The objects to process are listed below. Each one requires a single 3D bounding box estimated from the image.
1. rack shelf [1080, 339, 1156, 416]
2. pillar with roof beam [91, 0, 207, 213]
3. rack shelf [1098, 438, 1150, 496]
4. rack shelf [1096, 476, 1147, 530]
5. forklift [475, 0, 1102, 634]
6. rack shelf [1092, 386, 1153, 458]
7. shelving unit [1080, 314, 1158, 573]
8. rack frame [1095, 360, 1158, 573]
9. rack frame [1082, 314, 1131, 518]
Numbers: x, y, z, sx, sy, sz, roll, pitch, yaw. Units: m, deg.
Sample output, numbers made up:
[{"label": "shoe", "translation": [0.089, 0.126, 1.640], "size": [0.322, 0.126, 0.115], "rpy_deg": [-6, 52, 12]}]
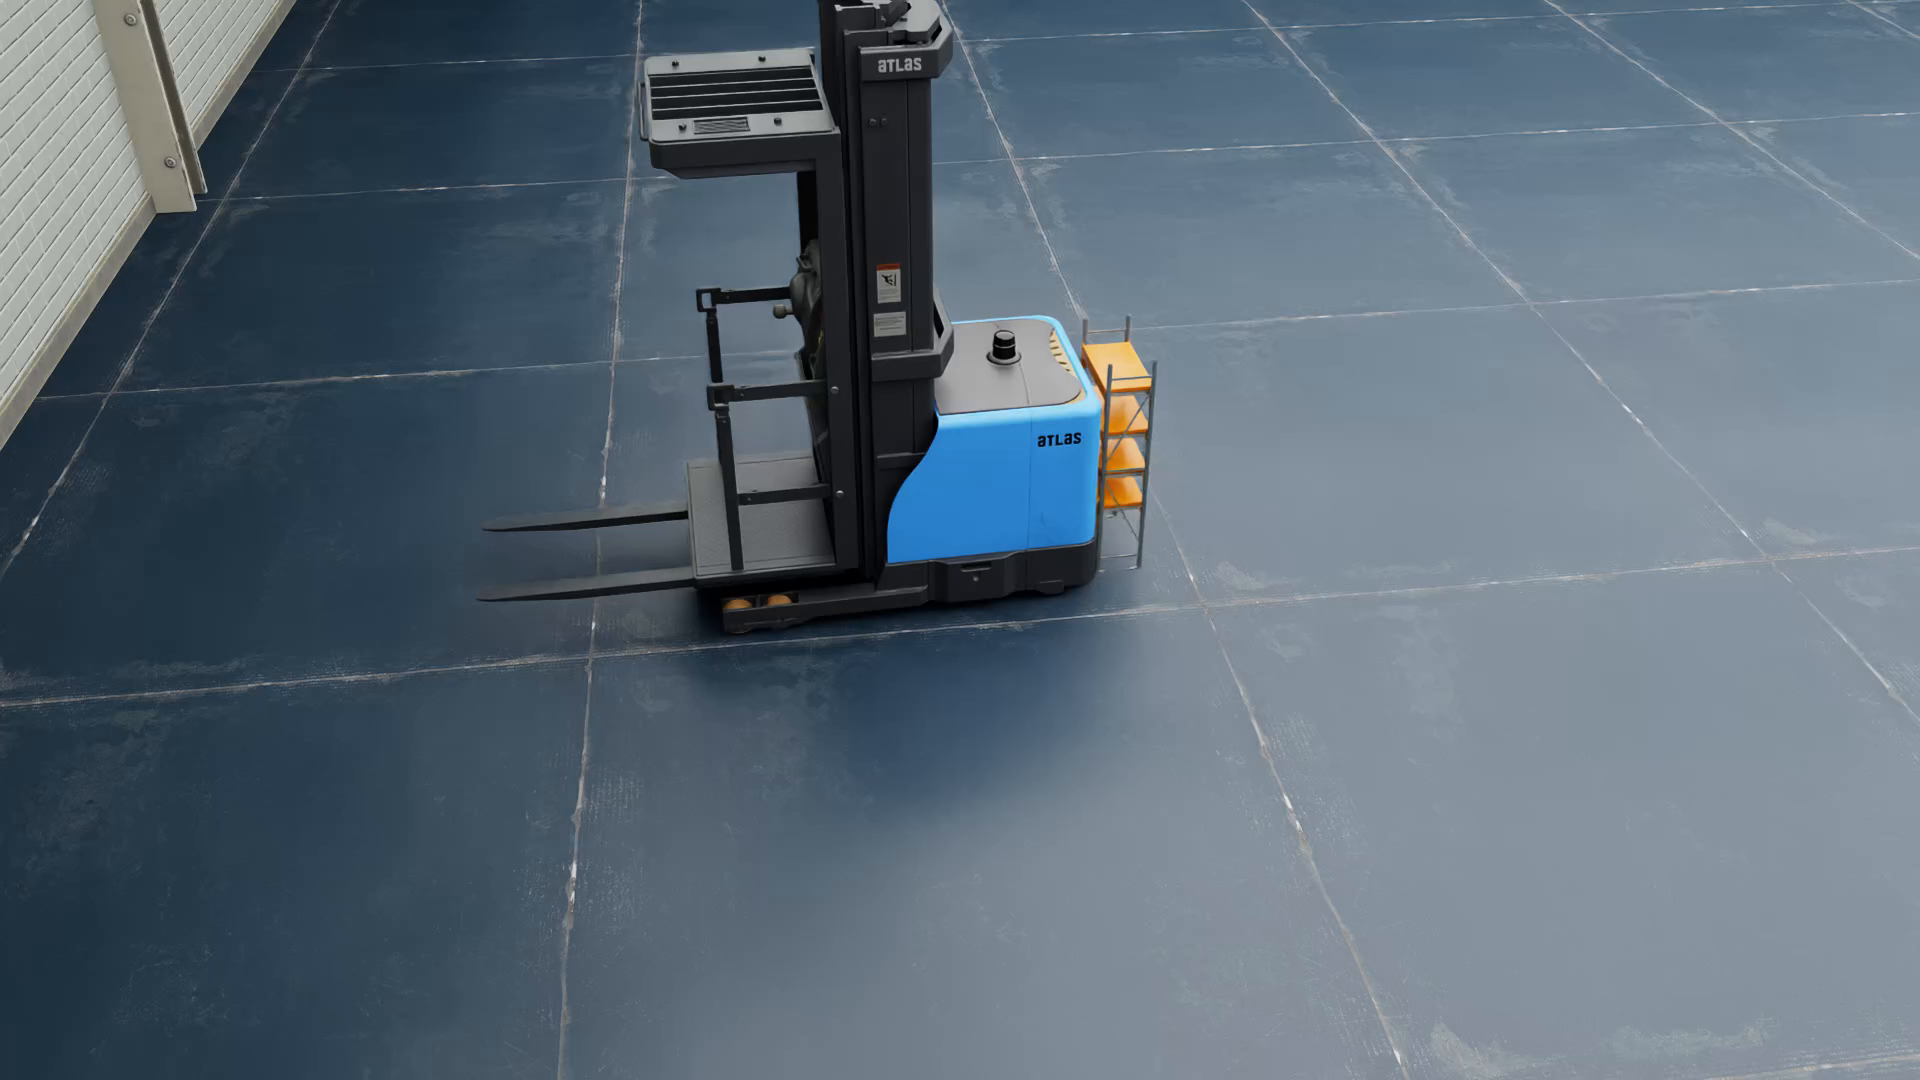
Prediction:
[{"label": "rack shelf", "translation": [0.771, -0.802, 8.162], "size": [0.258, 0.148, 0.480], "rpy_deg": [-6, 35, -9]}, {"label": "pillar with roof beam", "translation": [-1.585, -6.583, 10.419], "size": [9.100, 9.000, 0.400], "rpy_deg": [-4, 35, -6]}, {"label": "rack shelf", "translation": [0.769, -0.421, 8.421], "size": [0.258, 0.148, 0.480], "rpy_deg": [-6, 35, -9]}, {"label": "rack shelf", "translation": [0.768, -0.257, 8.533], "size": [0.258, 0.148, 0.480], "rpy_deg": [-6, 35, -9]}, {"label": "forklift", "translation": [-0.885, -1.079, 7.731], "size": [3.031, 2.935, 1.130], "rpy_deg": [-6, 35, -8]}, {"label": "rack shelf", "translation": [0.770, -0.606, 8.295], "size": [0.258, 0.148, 0.480], "rpy_deg": [-6, 35, -9]}, {"label": "shelving unit", "translation": [0.770, -0.477, 8.383], "size": [0.258, 1.200, 0.503], "rpy_deg": [-6, 35, -9]}, {"label": "rack frame", "translation": [0.813, -0.342, 8.185], "size": [0.240, 1.200, 0.015], "rpy_deg": [-6, 35, -9]}, {"label": "rack frame", "translation": [0.726, -0.612, 8.582], "size": [0.240, 1.200, 0.015], "rpy_deg": [-6, 35, -9]}]
